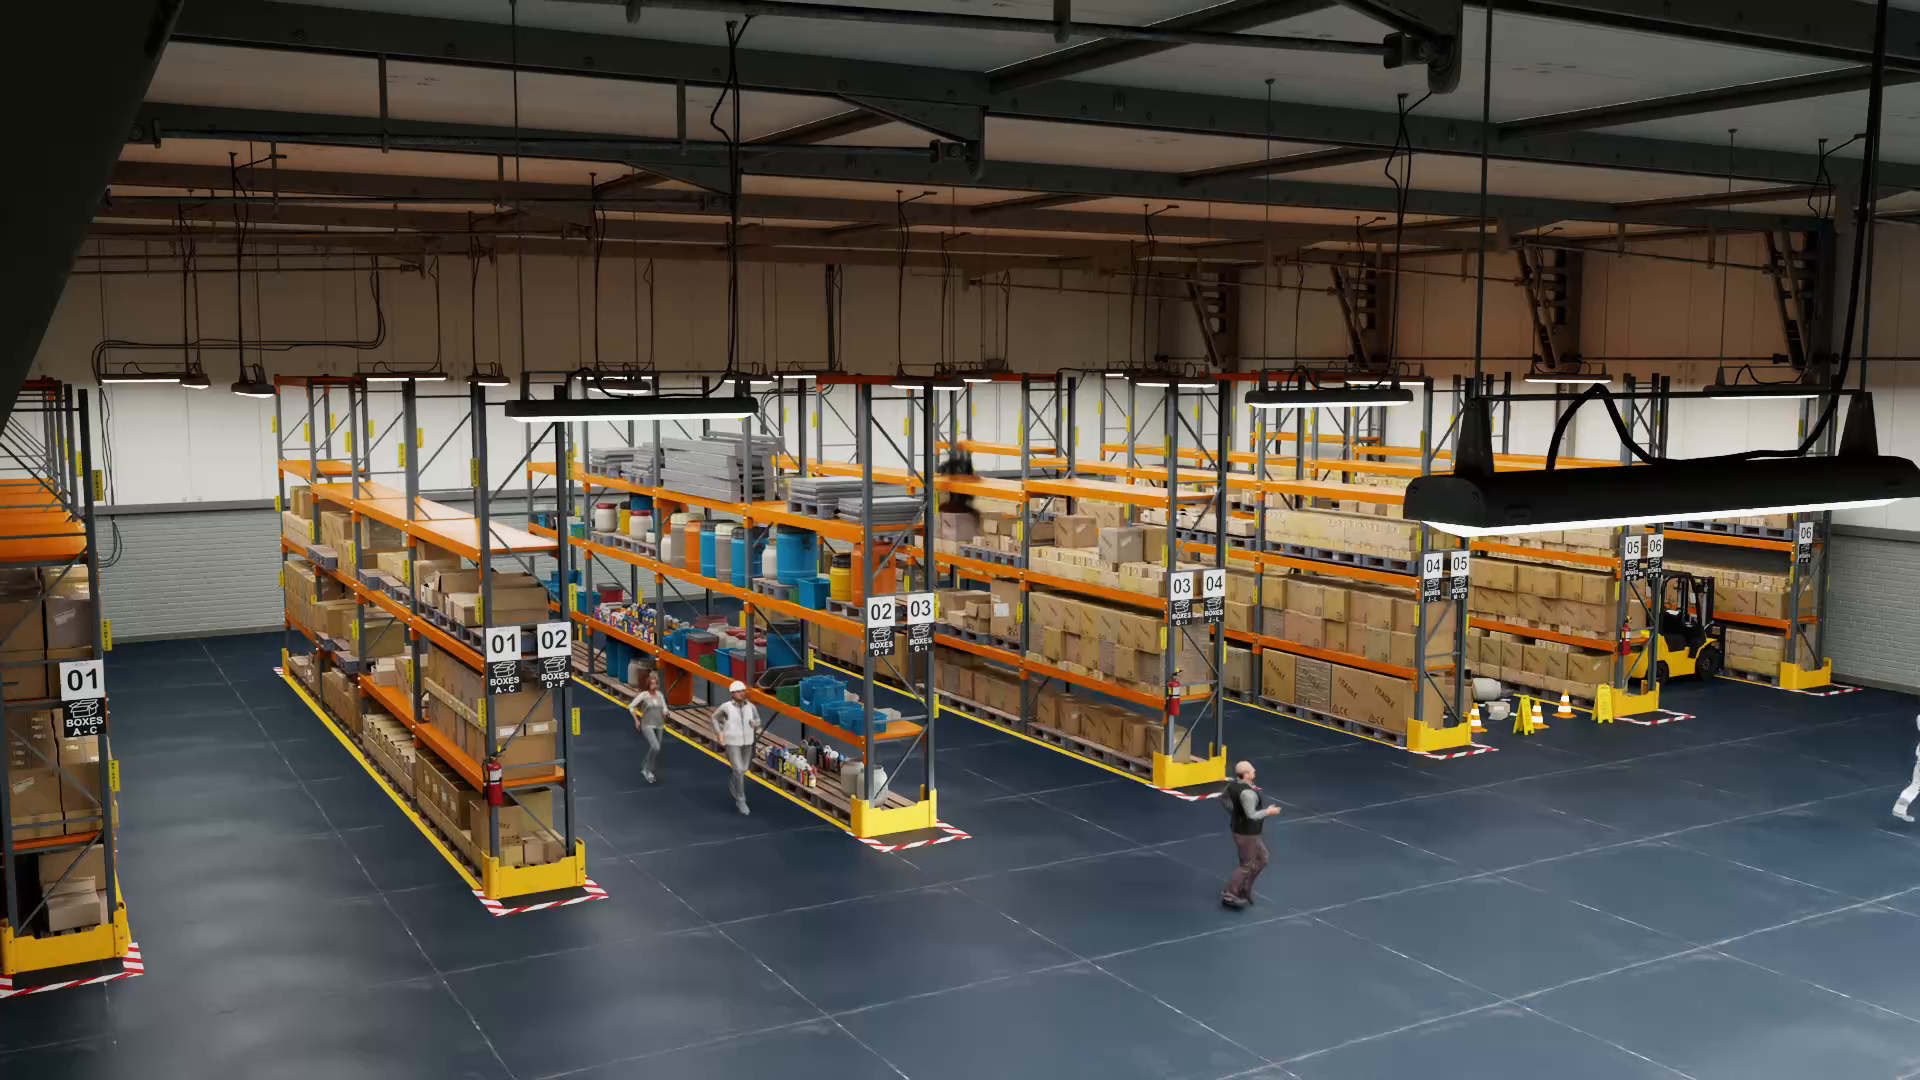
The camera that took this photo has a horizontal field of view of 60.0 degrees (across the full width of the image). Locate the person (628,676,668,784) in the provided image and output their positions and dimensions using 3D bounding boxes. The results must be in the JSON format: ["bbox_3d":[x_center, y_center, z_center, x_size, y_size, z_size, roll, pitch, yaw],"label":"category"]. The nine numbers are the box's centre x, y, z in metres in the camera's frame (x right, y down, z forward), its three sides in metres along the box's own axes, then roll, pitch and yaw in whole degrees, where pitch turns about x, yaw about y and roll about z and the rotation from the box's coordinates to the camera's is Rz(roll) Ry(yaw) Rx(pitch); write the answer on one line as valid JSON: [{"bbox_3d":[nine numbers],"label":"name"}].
[{"bbox_3d":[-4.594,2.824,24.804,0.505,1.597,0.667,-6,9,-43],"label":"person"}]

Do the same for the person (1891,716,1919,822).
[{"bbox_3d":[13.022,2.989,22.326,0.836,1.838,0.657,0,6,2],"label":"person"}]

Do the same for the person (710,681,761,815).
[{"bbox_3d":[-3.118,2.877,23.415,0.639,1.807,0.875,-4,8,-34],"label":"person"}]

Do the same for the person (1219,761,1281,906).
[{"bbox_3d":[3.336,3.397,19.151,0.669,1.736,0.640,0,6,-2],"label":"person"}]
